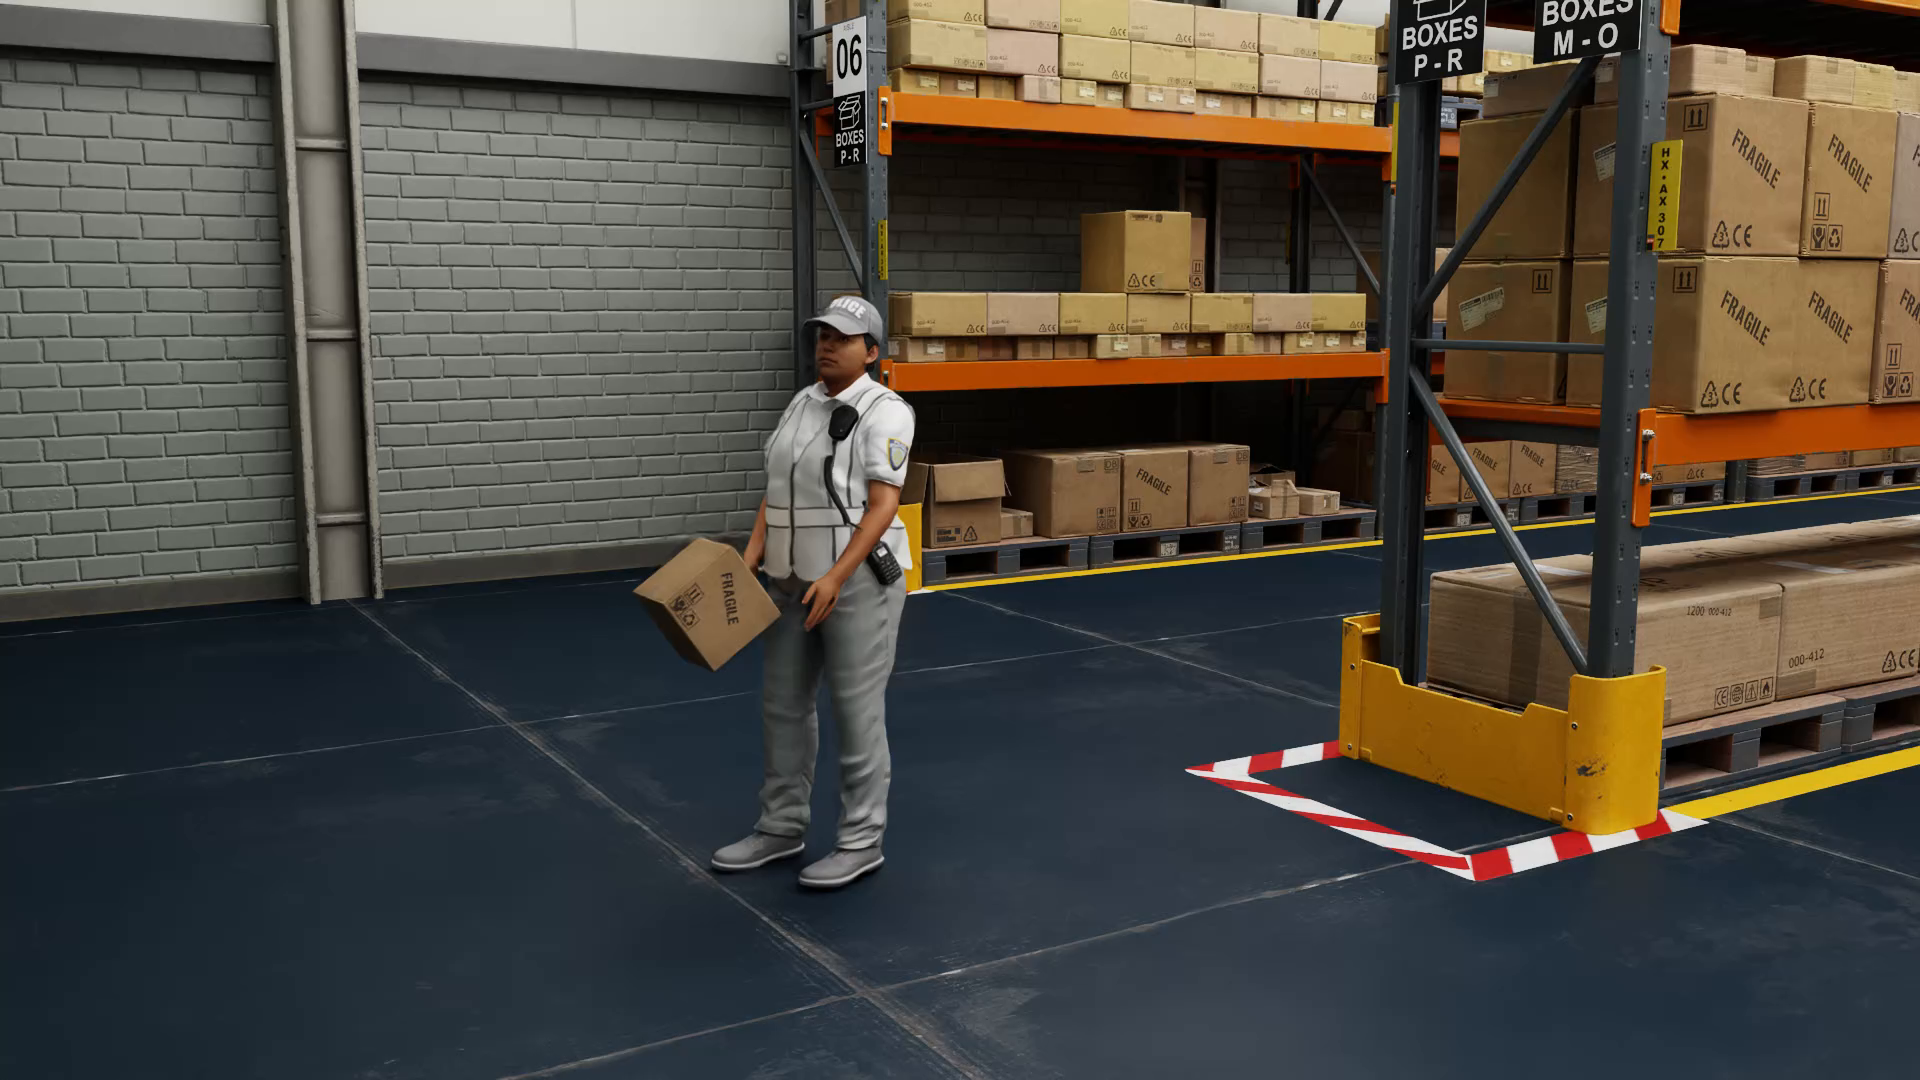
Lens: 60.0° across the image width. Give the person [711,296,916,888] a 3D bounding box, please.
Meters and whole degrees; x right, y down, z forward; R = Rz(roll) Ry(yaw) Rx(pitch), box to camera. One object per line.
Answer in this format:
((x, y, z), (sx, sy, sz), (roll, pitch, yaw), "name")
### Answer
((-0.410, 0.142, 4.789), (0.547, 1.674, 0.462), (7, 11, 39), "person")
